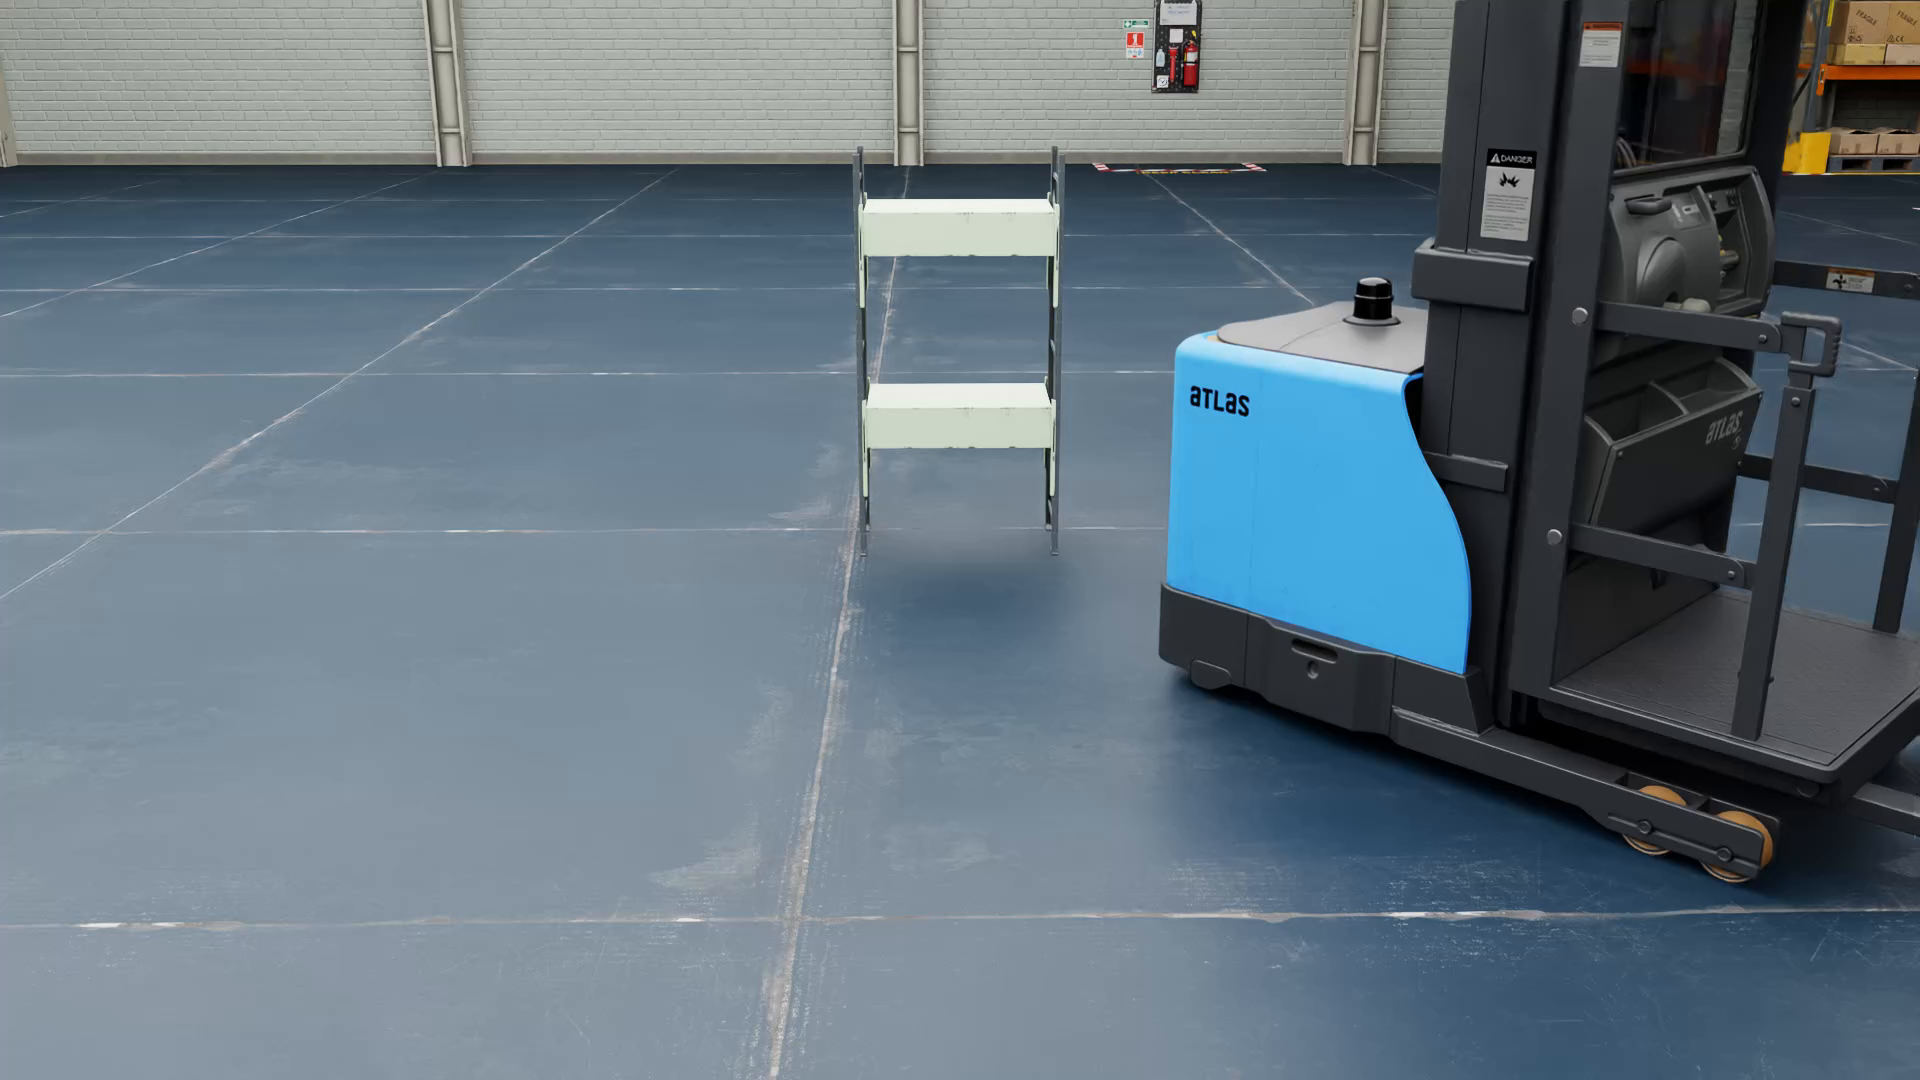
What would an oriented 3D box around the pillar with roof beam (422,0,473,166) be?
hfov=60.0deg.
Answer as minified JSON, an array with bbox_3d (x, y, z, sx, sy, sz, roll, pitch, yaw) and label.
[{"bbox_3d":[-6.609,-7.928,16.530,0.400,9.000,9.100,0,18,-1],"label":"pillar with roof beam"}]

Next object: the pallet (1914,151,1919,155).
[{"bbox_3d":[12.741,-4.876,21.403,1.213,0.211,1.003,0,18,-1],"label":"pallet"}]

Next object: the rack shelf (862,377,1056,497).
[{"bbox_3d":[-0.007,-0.404,6.418,0.720,0.370,0.431,0,18,-1],"label":"rack shelf"}]

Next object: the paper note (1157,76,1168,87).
[{"bbox_3d":[2.672,-6.045,21.922,0.142,0.148,0.016,0,18,-1],"label":"paper note"}]

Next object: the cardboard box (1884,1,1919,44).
[{"bbox_3d":[11.611,-6.411,20.606,0.500,0.500,0.500,0,18,-1],"label":"cardboard box"}]

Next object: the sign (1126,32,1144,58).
[{"bbox_3d":[2.296,-6.490,21.809,0.234,0.329,0.001,0,18,-1],"label":"sign"}]

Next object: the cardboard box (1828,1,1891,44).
[{"bbox_3d":[11.117,-6.411,20.608,0.500,0.500,0.500,0,18,-1],"label":"cardboard box"}]

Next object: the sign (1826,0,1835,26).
[{"bbox_3d":[10.644,-6.452,20.333,0.005,0.325,0.100,0,18,-1],"label":"sign"}]

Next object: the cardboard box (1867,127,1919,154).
[{"bbox_3d":[11.898,-5.113,21.258,0.500,0.311,0.500,1,18,4],"label":"cardboard box"}]

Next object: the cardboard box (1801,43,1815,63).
[{"bbox_3d":[11.099,-6.205,21.193,0.500,0.250,0.500,0,18,0],"label":"cardboard box"}]

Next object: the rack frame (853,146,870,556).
[{"bbox_3d":[-0.373,-0.712,6.313,0.023,1.500,0.400,0,18,-1],"label":"rack frame"}]

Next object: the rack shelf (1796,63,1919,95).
[{"bbox_3d":[12.635,-5.873,21.122,4.000,0.370,1.077,0,18,-1],"label":"rack shelf"}]

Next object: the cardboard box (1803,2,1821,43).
[{"bbox_3d":[11.103,-6.568,21.096,0.500,0.500,0.500,0,18,-1],"label":"cardboard box"}]

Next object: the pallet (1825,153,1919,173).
[{"bbox_3d":[11.524,-4.871,21.387,1.213,0.211,1.003,0,18,-1],"label":"pallet"}]

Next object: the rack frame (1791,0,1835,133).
[{"bbox_3d":[10.635,-6.206,20.982,0.127,3.000,1.000,0,18,-1],"label":"rack frame"}]

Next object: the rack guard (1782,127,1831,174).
[{"bbox_3d":[10.711,-5.016,21.365,0.348,0.500,1.175,0,18,-1],"label":"rack guard"}]

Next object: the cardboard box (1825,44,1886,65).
[{"bbox_3d":[11.128,-6.049,20.707,0.500,0.250,0.500,-1,18,-2],"label":"cardboard box"}]

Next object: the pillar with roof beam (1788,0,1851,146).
[{"bbox_3d":[11.389,-8.015,16.801,0.400,9.000,9.100,0,18,-1],"label":"pillar with roof beam"}]

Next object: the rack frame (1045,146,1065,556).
[{"bbox_3d":[0.359,-0.716,6.324,0.023,1.500,0.400,0,18,-1],"label":"rack frame"}]

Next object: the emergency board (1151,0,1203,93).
[{"bbox_3d":[2.850,-6.444,21.725,0.643,1.169,0.194,0,18,-1],"label":"emergency board"}]

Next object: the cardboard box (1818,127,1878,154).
[{"bbox_3d":[11.328,-5.111,21.250,0.500,0.311,0.500,-2,18,-7],"label":"cardboard box"}]

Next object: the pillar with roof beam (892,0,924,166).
[{"bbox_3d":[-0.609,-7.957,16.620,0.400,9.000,9.100,0,18,-1],"label":"pillar with roof beam"}]

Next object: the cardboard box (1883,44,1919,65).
[{"bbox_3d":[11.647,-6.056,20.728,0.500,0.250,0.500,-1,18,-3],"label":"cardboard box"}]

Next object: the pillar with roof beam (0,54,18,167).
[{"bbox_3d":[-12.608,-7.899,16.440,0.400,9.000,9.100,0,18,-1],"label":"pillar with roof beam"}]

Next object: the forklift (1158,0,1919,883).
[{"bbox_3d":[2.016,-0.753,4.096,1.130,2.935,3.031,-17,24,-42],"label":"forklift"}]

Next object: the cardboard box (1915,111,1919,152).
[{"bbox_3d":[12.632,-5.192,21.193,0.500,0.500,0.700,-1,18,-4],"label":"cardboard box"}]

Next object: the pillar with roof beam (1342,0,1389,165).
[{"bbox_3d":[5.390,-7.986,16.710,0.400,9.000,9.100,0,18,-1],"label":"pillar with roof beam"}]

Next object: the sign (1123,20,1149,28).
[{"bbox_3d":[2.301,-6.739,21.720,0.331,0.109,0.001,0,18,-1],"label":"sign"}]

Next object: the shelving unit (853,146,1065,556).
[{"bbox_3d":[-0.007,-0.714,6.318,0.755,1.500,0.431,0,18,-1],"label":"shelving unit"}]

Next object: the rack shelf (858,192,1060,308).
[{"bbox_3d":[-0.007,-1.086,6.199,0.720,0.370,0.431,0,18,-1],"label":"rack shelf"}]
